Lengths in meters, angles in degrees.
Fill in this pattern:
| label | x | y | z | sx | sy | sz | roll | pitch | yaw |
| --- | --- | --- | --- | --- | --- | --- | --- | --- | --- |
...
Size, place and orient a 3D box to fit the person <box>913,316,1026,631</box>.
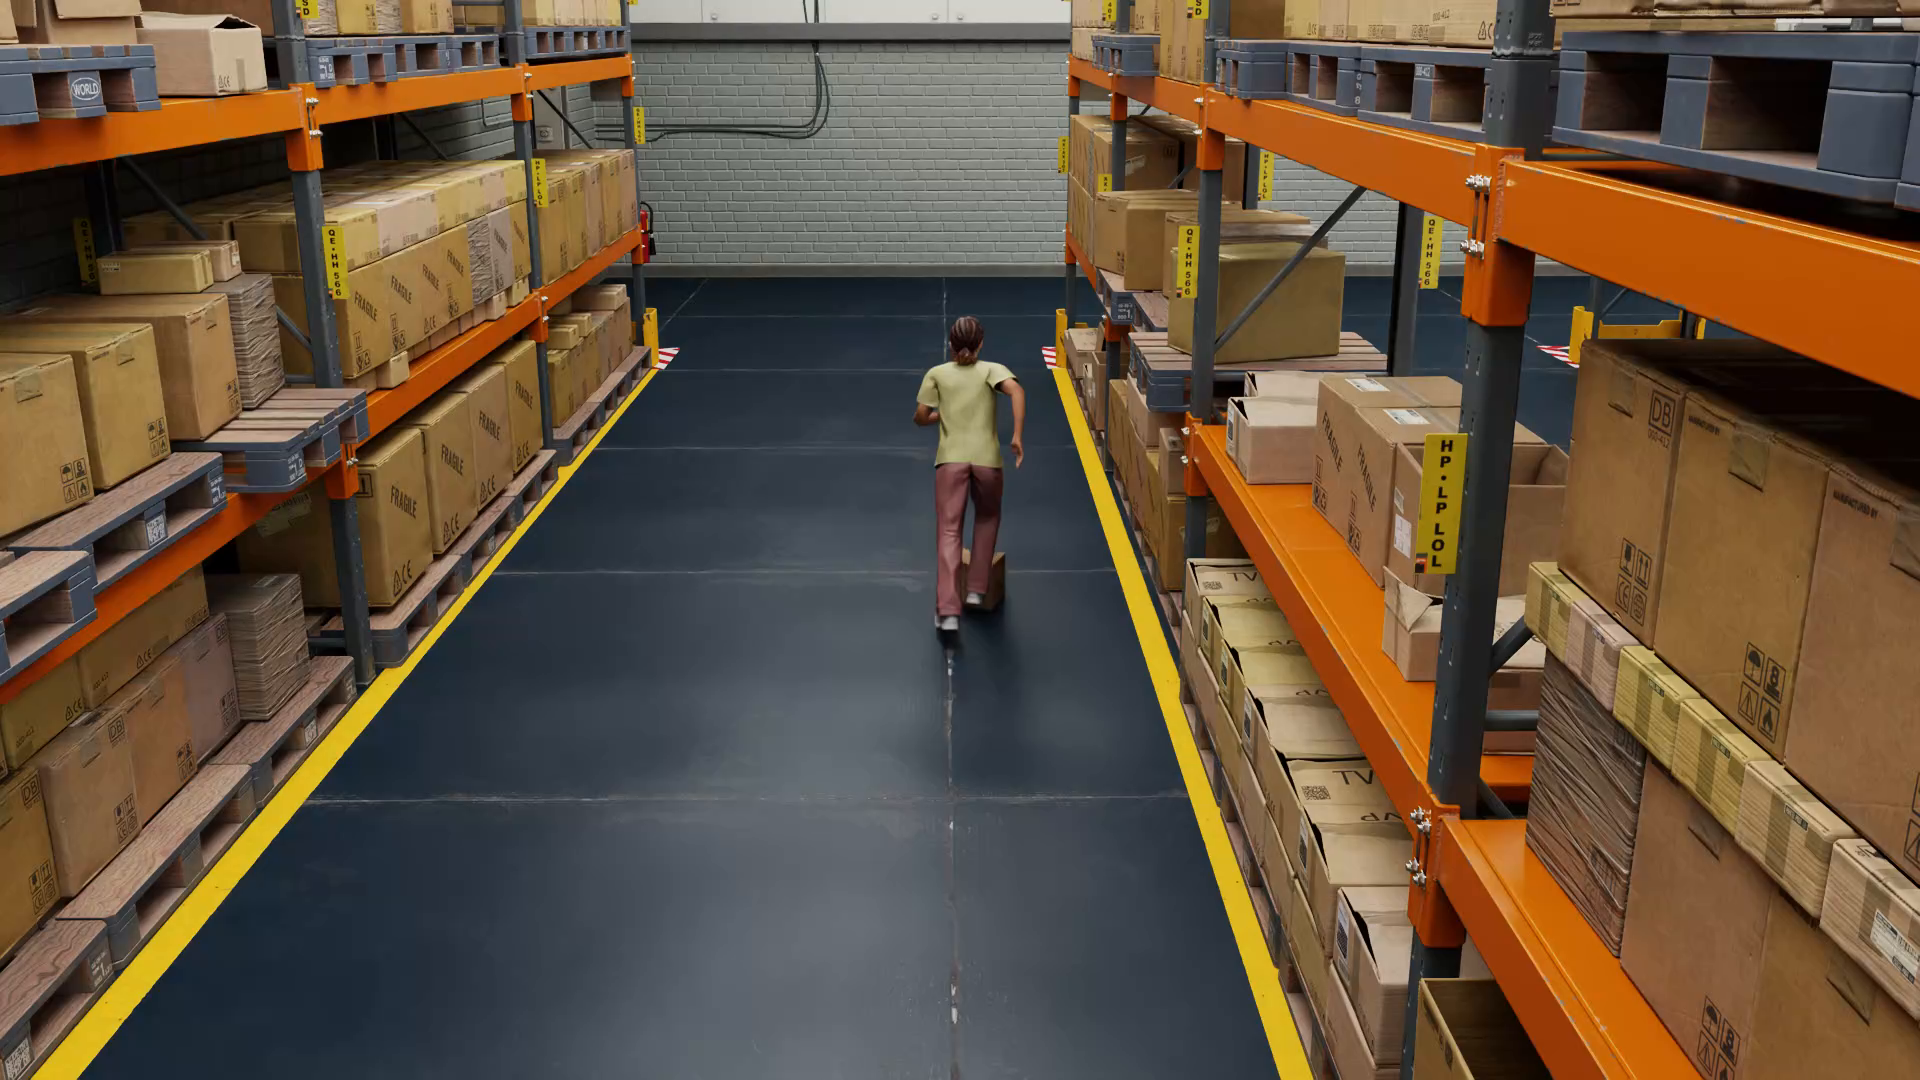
| label | x | y | z | sx | sy | sz | roll | pitch | yaw |
| --- | --- | --- | --- | --- | --- | --- | --- | --- | --- |
| person | 0.048 | -0.349 | 8.795 | 0.571 | 1.600 | 0.913 | -1 | 17 | -5 |
